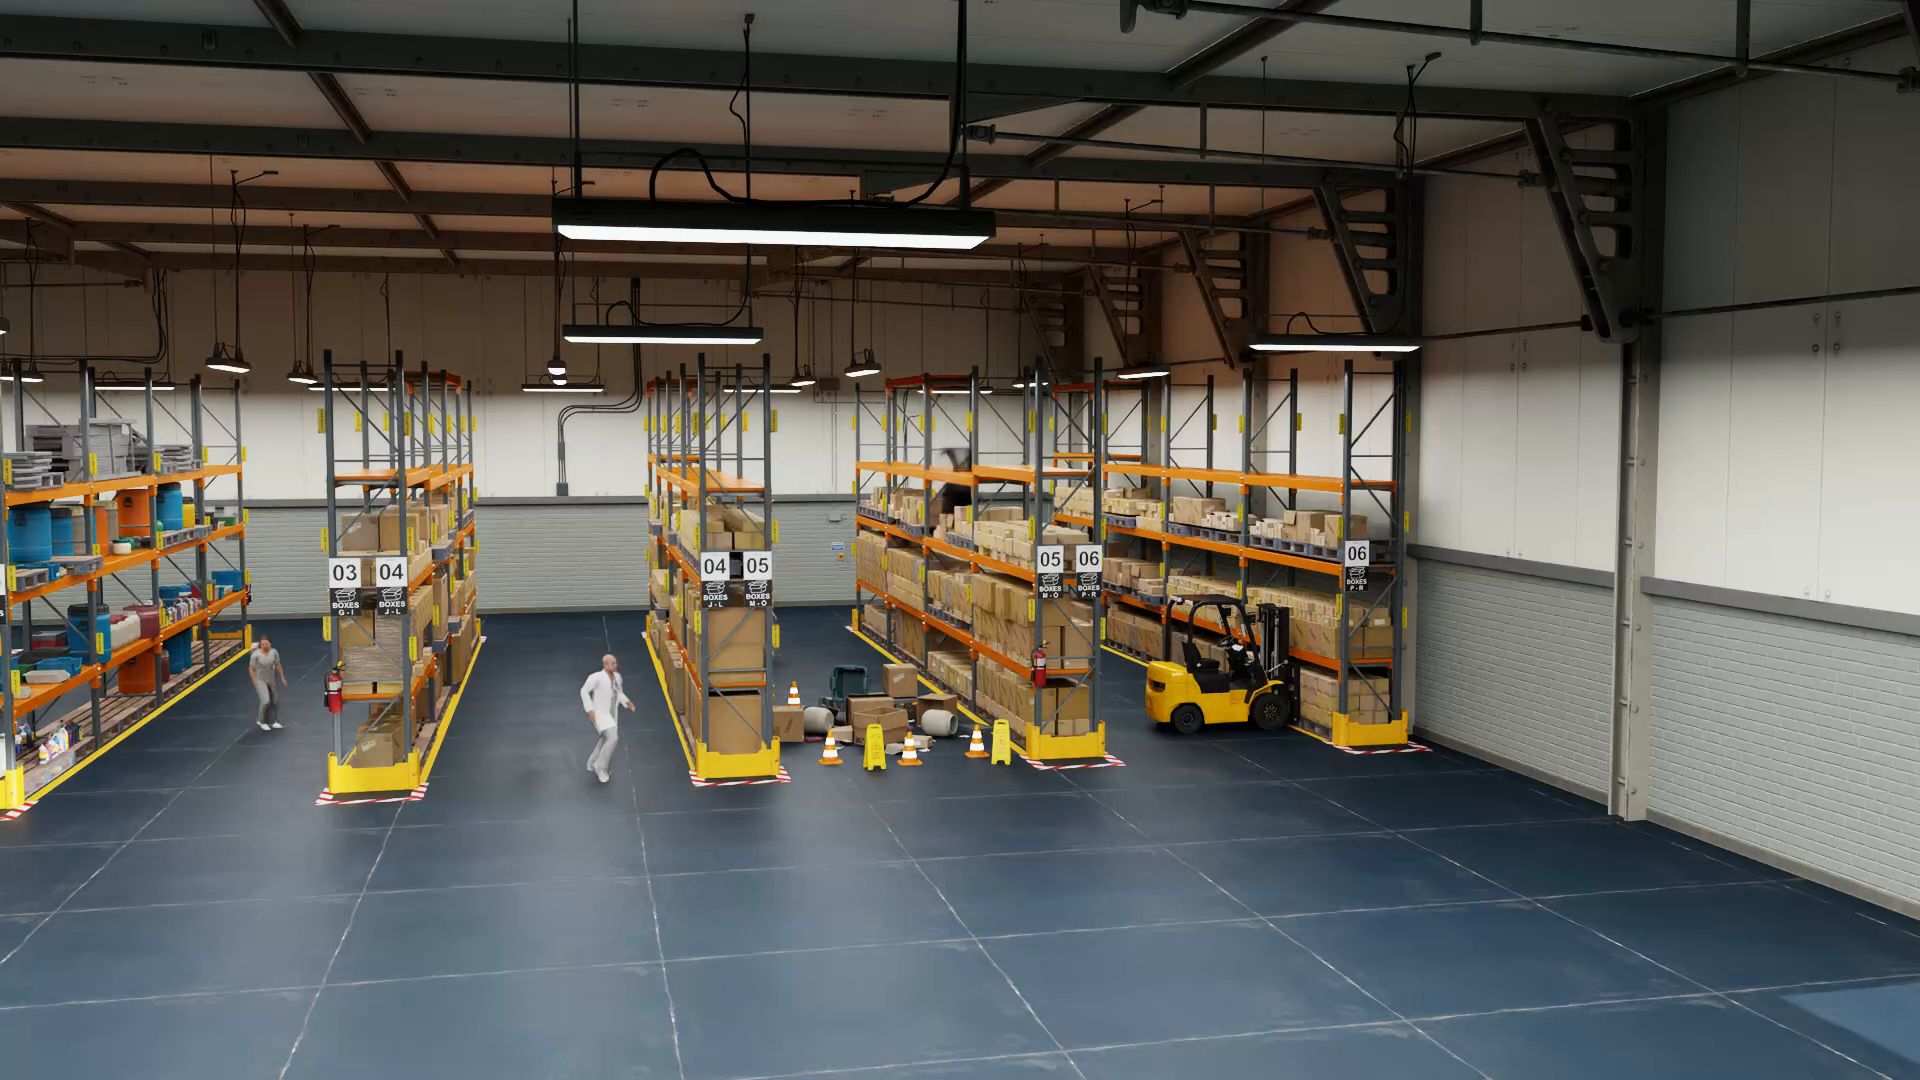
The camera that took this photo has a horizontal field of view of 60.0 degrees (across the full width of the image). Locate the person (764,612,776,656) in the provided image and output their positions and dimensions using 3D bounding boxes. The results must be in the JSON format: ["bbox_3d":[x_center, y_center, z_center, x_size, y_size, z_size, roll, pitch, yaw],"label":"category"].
[{"bbox_3d":[-4.280,1.747,35.737,0.691,1.607,0.613,2,4,22],"label":"person"}]

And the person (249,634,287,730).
[{"bbox_3d":[-11.356,2.316,27.181,0.547,1.610,0.560,3,5,35],"label":"person"}]

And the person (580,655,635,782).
[{"bbox_3d":[-4.995,2.521,23.443,0.863,1.825,0.626,2,5,29],"label":"person"}]
